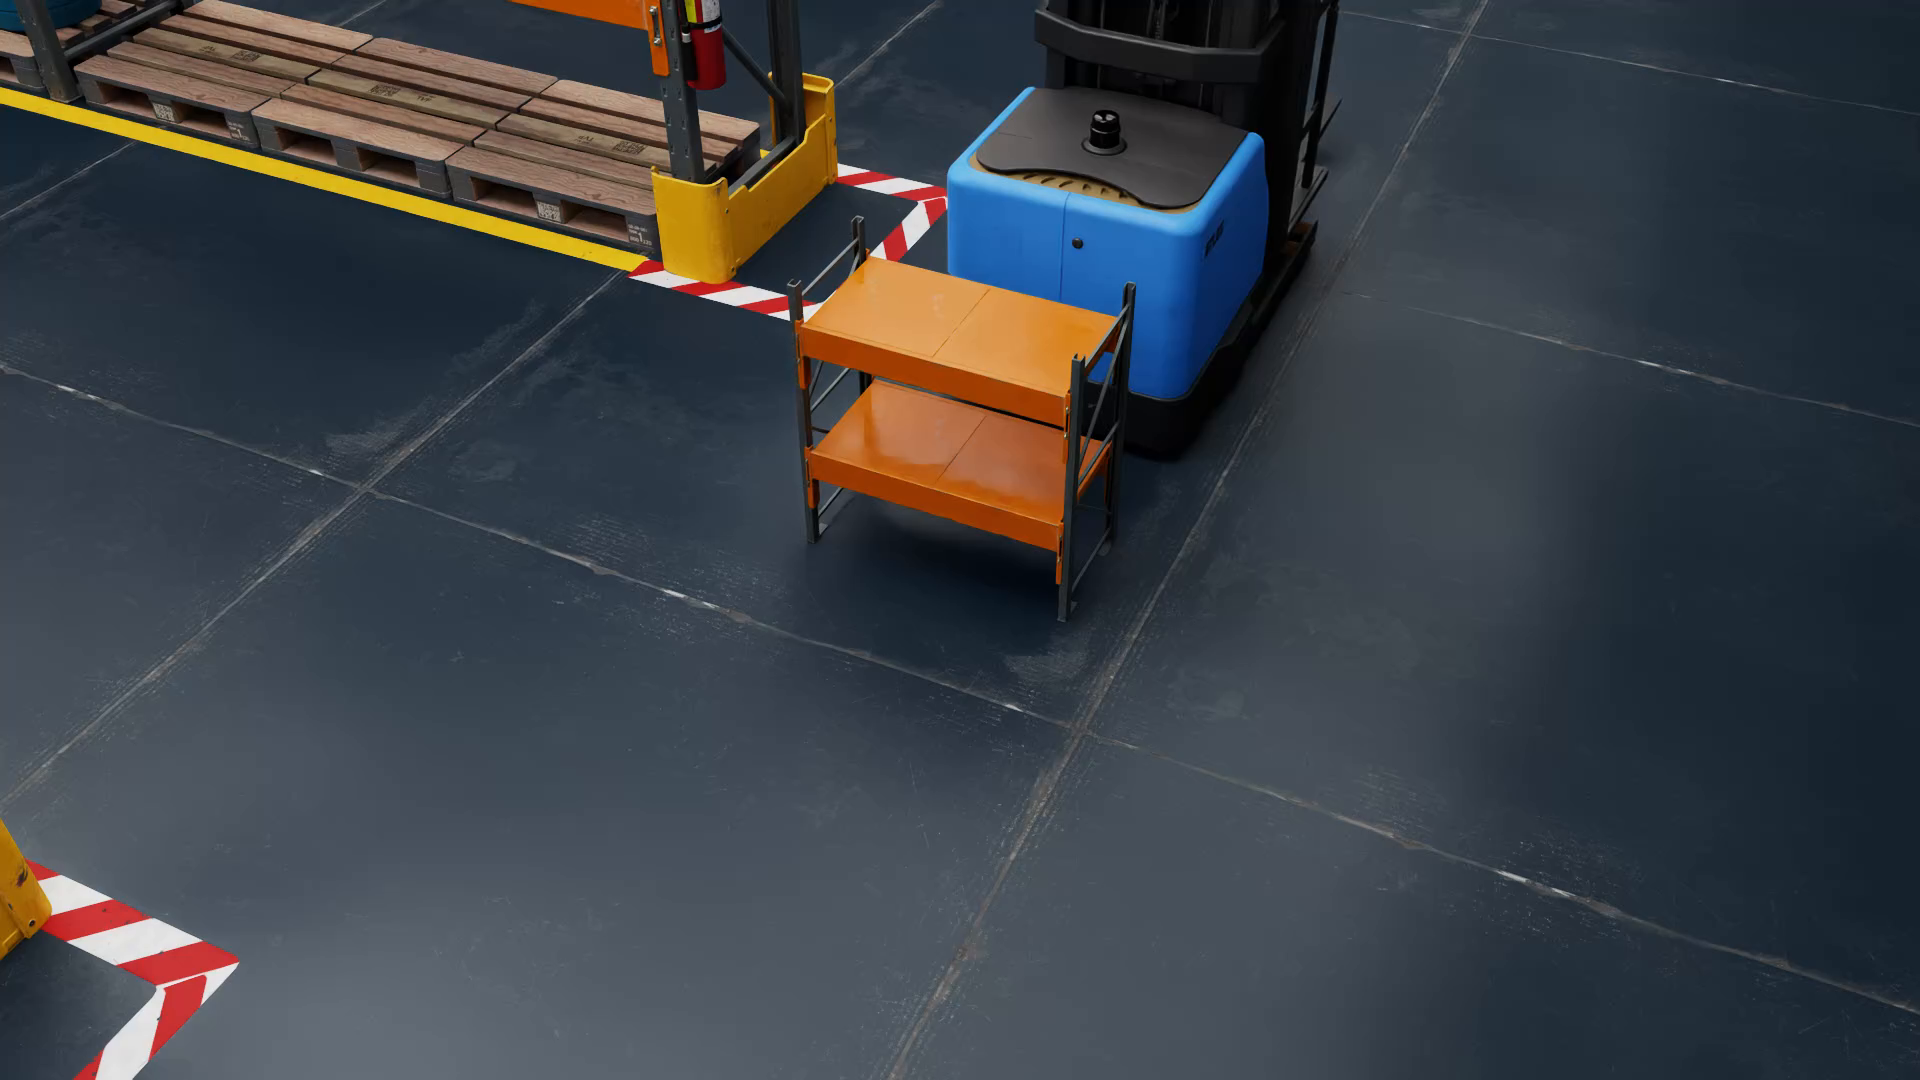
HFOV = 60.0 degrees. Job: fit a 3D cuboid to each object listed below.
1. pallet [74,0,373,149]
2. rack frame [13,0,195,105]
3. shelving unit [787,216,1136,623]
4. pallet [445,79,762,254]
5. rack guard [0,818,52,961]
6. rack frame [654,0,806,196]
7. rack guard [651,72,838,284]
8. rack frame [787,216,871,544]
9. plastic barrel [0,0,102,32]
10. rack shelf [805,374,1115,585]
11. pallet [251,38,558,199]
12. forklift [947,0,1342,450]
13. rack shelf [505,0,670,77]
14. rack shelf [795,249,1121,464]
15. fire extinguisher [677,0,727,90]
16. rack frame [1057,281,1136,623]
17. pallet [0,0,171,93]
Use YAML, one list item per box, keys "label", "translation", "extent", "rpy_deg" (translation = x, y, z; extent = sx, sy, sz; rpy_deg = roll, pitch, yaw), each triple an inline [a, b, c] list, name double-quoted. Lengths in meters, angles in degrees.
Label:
- label: "pallet"
  translation: [-3.962, -2.553, 9.035]
  extent: [1.213, 0.211, 1.003]
  rpy_deg: [17, 44, 19]
- label: "rack frame"
  translation: [-4.645, -3.788, 8.330]
  extent: [0.127, 3.000, 1.000]
  rpy_deg: [17, 44, 19]
- label: "shelving unit"
  translation: [0.006, -0.423, 5.879]
  extent: [1.048, 1.125, 0.538]
  rpy_deg: [17, 44, 19]
- label: "pallet"
  translation: [-1.751, -1.878, 8.255]
  extent: [1.213, 0.211, 1.003]
  rpy_deg: [17, 44, 19]
- label: "rack guard"
  translation: [-3.092, 1.211, 4.471]
  extent: [0.348, 0.500, 1.175]
  rpy_deg: [17, 44, 19]
- label: "rack frame"
  translation: [-1.020, -2.680, 7.052]
  extent: [0.127, 3.000, 1.000]
  rpy_deg: [17, 44, 19]
- label: "rack guard"
  translation: [-0.992, -1.737, 7.872]
  extent: [0.348, 0.500, 1.175]
  rpy_deg: [17, 44, 19]
- label: "rack frame"
  translation: [-0.455, -0.564, 6.042]
  extent: [0.032, 1.125, 0.500]
  rpy_deg: [17, 44, 19]
- label: "plastic barrel"
  translation: [-5.130, -3.314, 9.065]
  extent: [0.708, 0.901, 0.600]
  rpy_deg: [17, 44, 19]
- label: "rack shelf"
  translation: [0.006, -0.238, 6.040]
  extent: [1.000, 0.278, 0.538]
  rpy_deg: [17, 44, 19]
- label: "pallet"
  translation: [-2.852, -2.216, 8.646]
  extent: [1.213, 0.211, 1.003]
  rpy_deg: [17, 44, 19]
- label: "forklift"
  translation: [1.017, -2.427, 6.812]
  extent: [1.130, 2.935, 3.031]
  rpy_deg: [17, 44, 19]
- label: "rack shelf"
  translation: [-2.832, -2.962, 7.926]
  extent: [4.000, 0.370, 1.077]
  rpy_deg: [17, 44, 19]
- label: "rack shelf"
  translation: [0.006, -0.644, 5.688]
  extent: [1.000, 0.278, 0.538]
  rpy_deg: [17, 44, 19]
- label: "fire extinguisher"
  translation: [-1.075, -2.198, 6.840]
  extent: [0.183, 0.674, 0.296]
  rpy_deg: [17, 44, 19]
- label: "rack frame"
  translation: [0.467, -0.282, 5.717]
  extent: [0.032, 1.125, 0.500]
  rpy_deg: [17, 44, 19]
- label: "pallet"
  translation: [-5.326, -2.972, 9.518]
  extent: [1.213, 0.211, 1.003]
  rpy_deg: [17, 44, 19]
